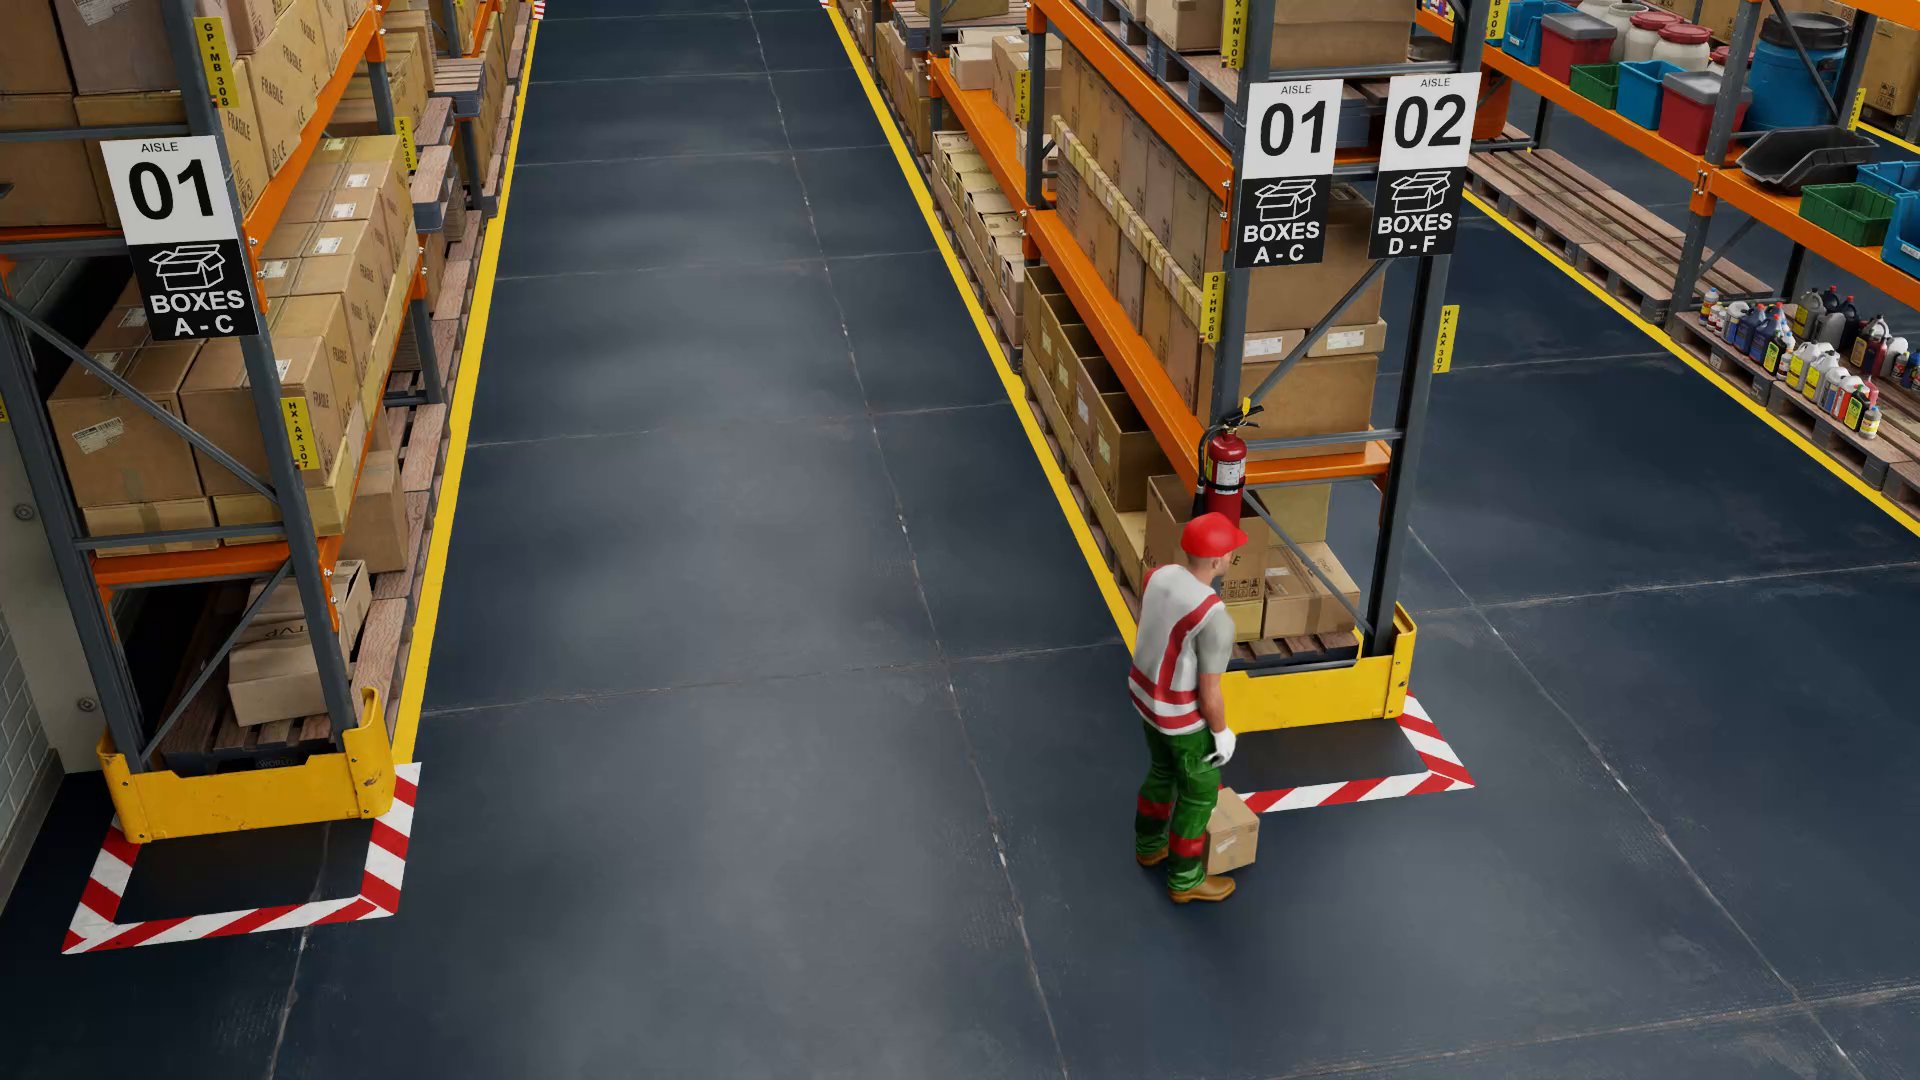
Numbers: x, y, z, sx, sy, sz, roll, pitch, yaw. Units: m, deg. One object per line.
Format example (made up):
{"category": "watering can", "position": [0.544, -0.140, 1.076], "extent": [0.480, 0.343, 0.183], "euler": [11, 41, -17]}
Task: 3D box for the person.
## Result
{"category": "person", "position": [0.945, 0.693, 6.944], "extent": [0.451, 1.778, 0.600], "euler": [-13, 33, -21]}
